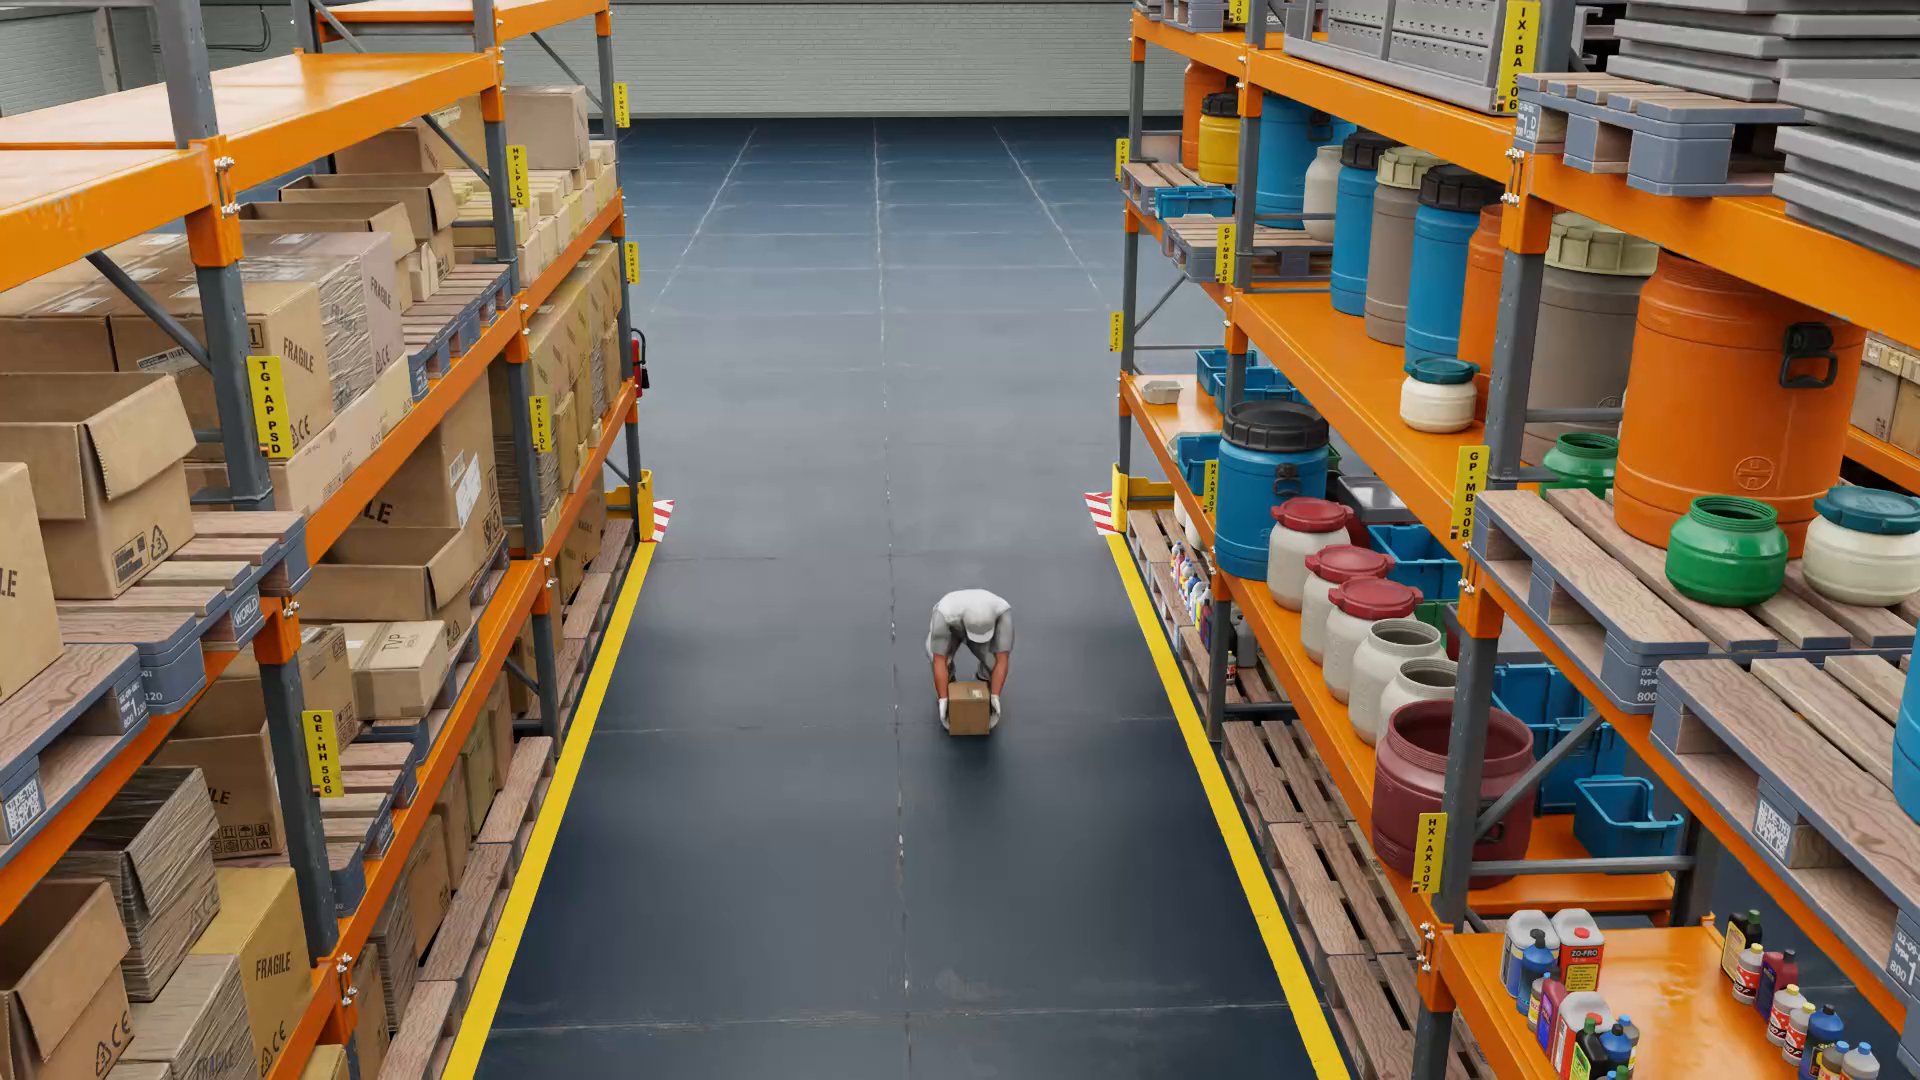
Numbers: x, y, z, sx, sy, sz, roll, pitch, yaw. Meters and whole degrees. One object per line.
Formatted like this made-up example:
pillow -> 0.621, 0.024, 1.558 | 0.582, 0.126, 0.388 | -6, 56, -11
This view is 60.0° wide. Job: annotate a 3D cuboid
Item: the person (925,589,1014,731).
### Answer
person -> 0.057, 0.657, 10.602 | 0.557, 0.877, 0.889 | -1, 20, -3
